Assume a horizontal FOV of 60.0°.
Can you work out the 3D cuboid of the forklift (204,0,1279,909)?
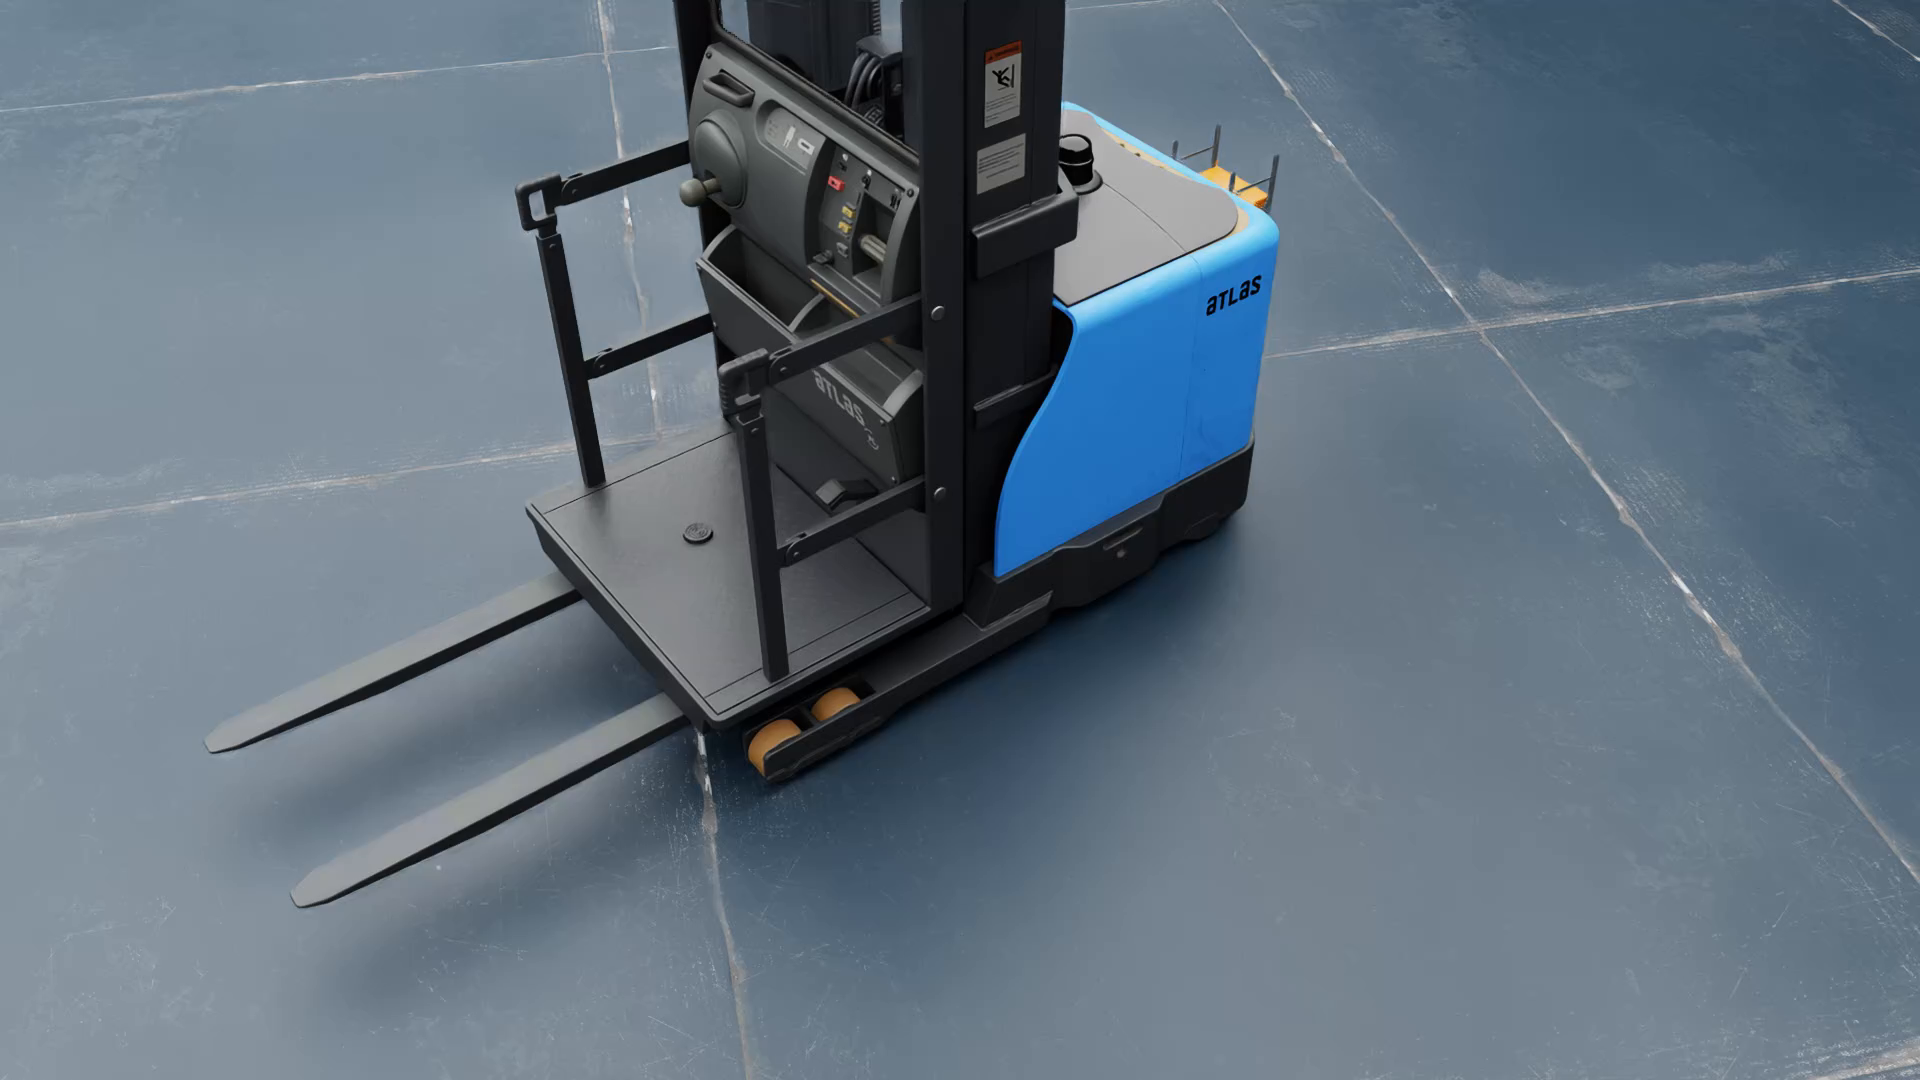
[{"bbox_3d":[-0.566,-0.844,3.993,3.031,2.935,1.130,-27,48,-27],"label":"forklift"}]

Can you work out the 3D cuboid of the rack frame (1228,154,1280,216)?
[{"bbox_3d":[0.861,-0.714,5.258,0.200,1.050,0.008,-26,48,-29],"label":"rack frame"}]

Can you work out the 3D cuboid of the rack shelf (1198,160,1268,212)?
[{"bbox_3d":[0.792,-0.985,5.153,0.215,0.259,0.240,-26,48,-29],"label":"rack shelf"}]

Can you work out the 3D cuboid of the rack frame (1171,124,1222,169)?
[{"bbox_3d":[0.711,-0.841,5.402,0.200,1.050,0.008,-26,48,-29],"label":"rack frame"}]

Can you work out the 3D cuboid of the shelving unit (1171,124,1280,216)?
[{"bbox_3d":[0.786,-0.778,5.330,0.215,1.050,0.252,-26,48,-29],"label":"shelving unit"}]
